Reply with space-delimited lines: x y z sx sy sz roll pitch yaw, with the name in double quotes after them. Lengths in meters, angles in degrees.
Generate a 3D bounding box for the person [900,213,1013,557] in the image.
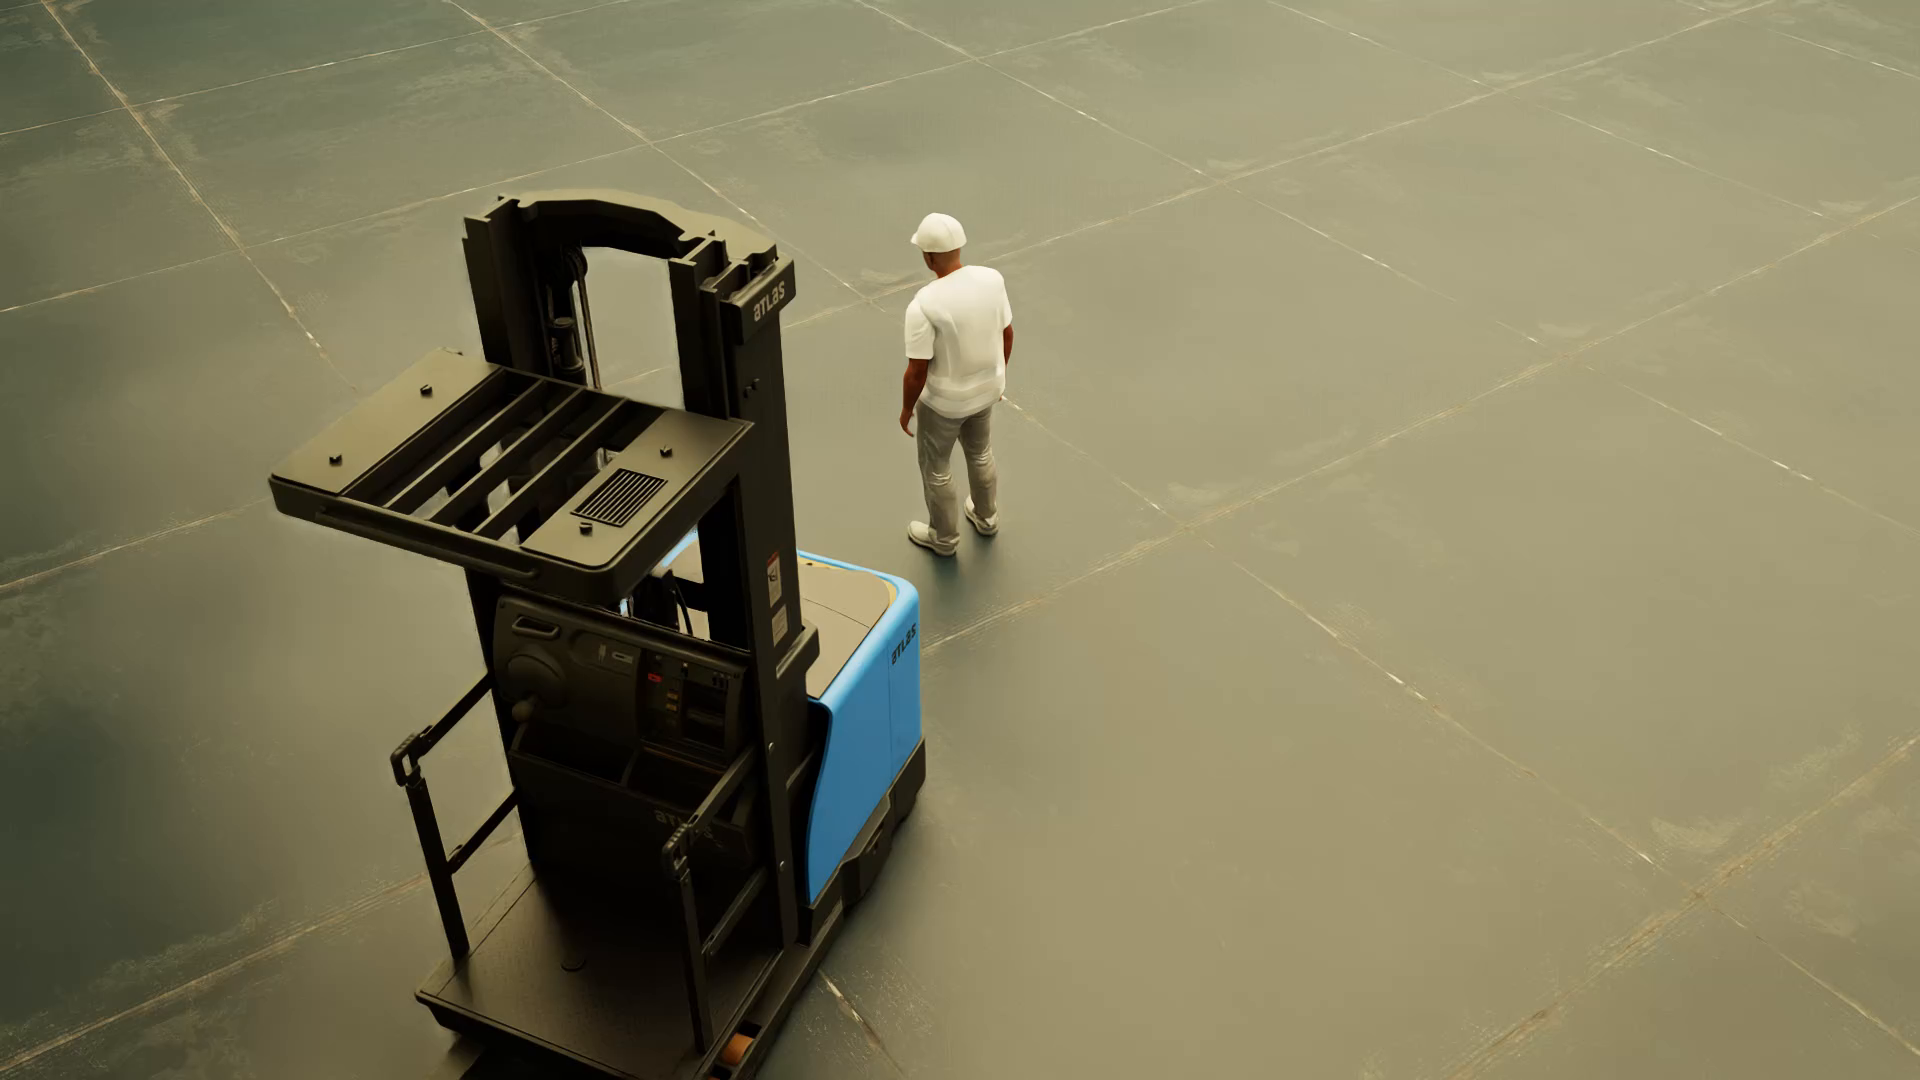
-0.030 -0.723 7.910 0.626 1.760 0.460 -24 43 -29 "person"

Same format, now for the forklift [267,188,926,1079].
-1.195 0.534 5.223 1.130 2.935 3.031 14 39 19 "forklift"
